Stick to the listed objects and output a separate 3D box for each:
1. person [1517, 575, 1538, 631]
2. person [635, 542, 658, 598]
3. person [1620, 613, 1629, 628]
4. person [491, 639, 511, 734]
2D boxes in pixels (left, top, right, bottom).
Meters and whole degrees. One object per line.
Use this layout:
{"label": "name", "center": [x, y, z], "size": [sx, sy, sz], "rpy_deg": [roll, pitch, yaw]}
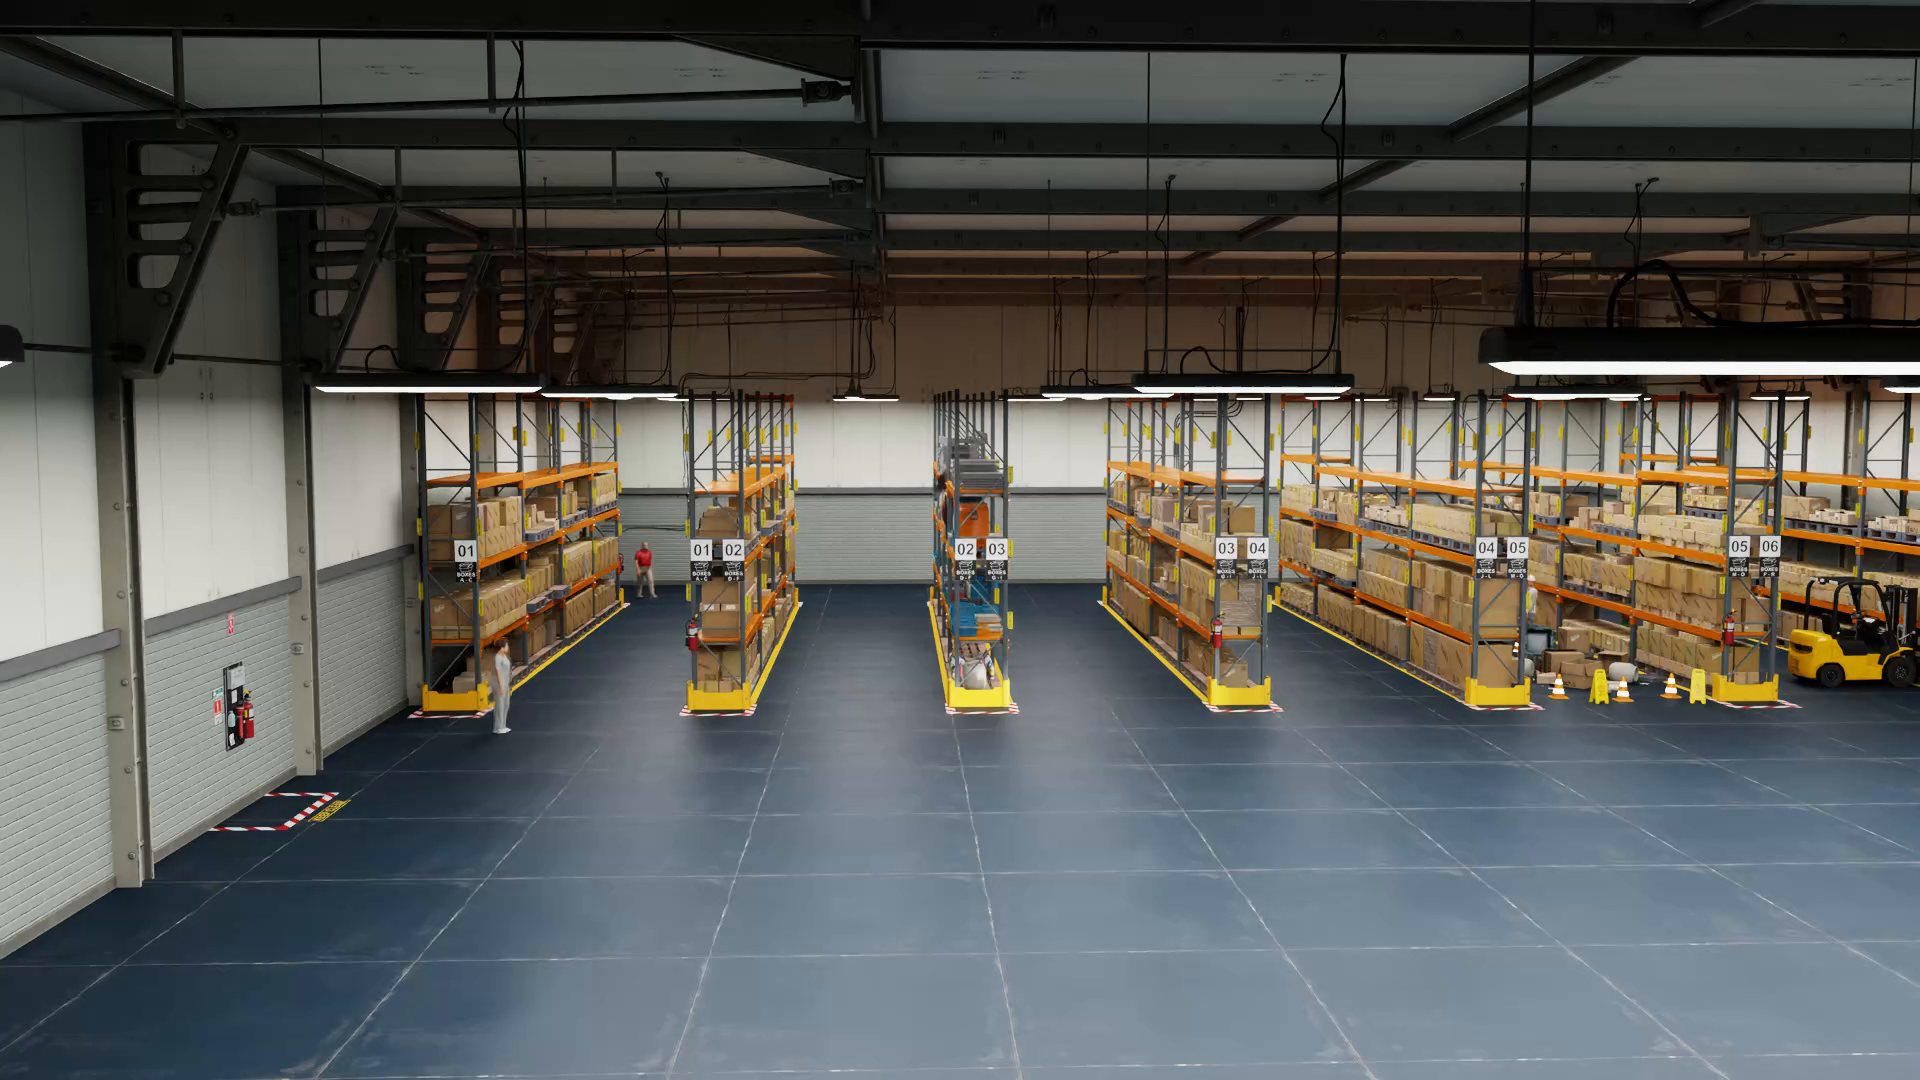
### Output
{"label": "person", "center": [13.156, 1.682, 38.585], "size": [0.495, 1.768, 0.581], "rpy_deg": [2, 5, 24]}
{"label": "person", "center": [-9.254, 0.884, 48.821], "size": [0.562, 1.663, 1.078], "rpy_deg": [-2, 5, -24]}
{"label": "person", "center": [17.012, 1.364, 42.590], "size": [0.424, 1.793, 0.605], "rpy_deg": [2, 5, 19]}
{"label": "person", "center": [-7.991, 2.537, 28.896], "size": [0.376, 1.666, 0.494], "rpy_deg": [1, 5, 8]}
